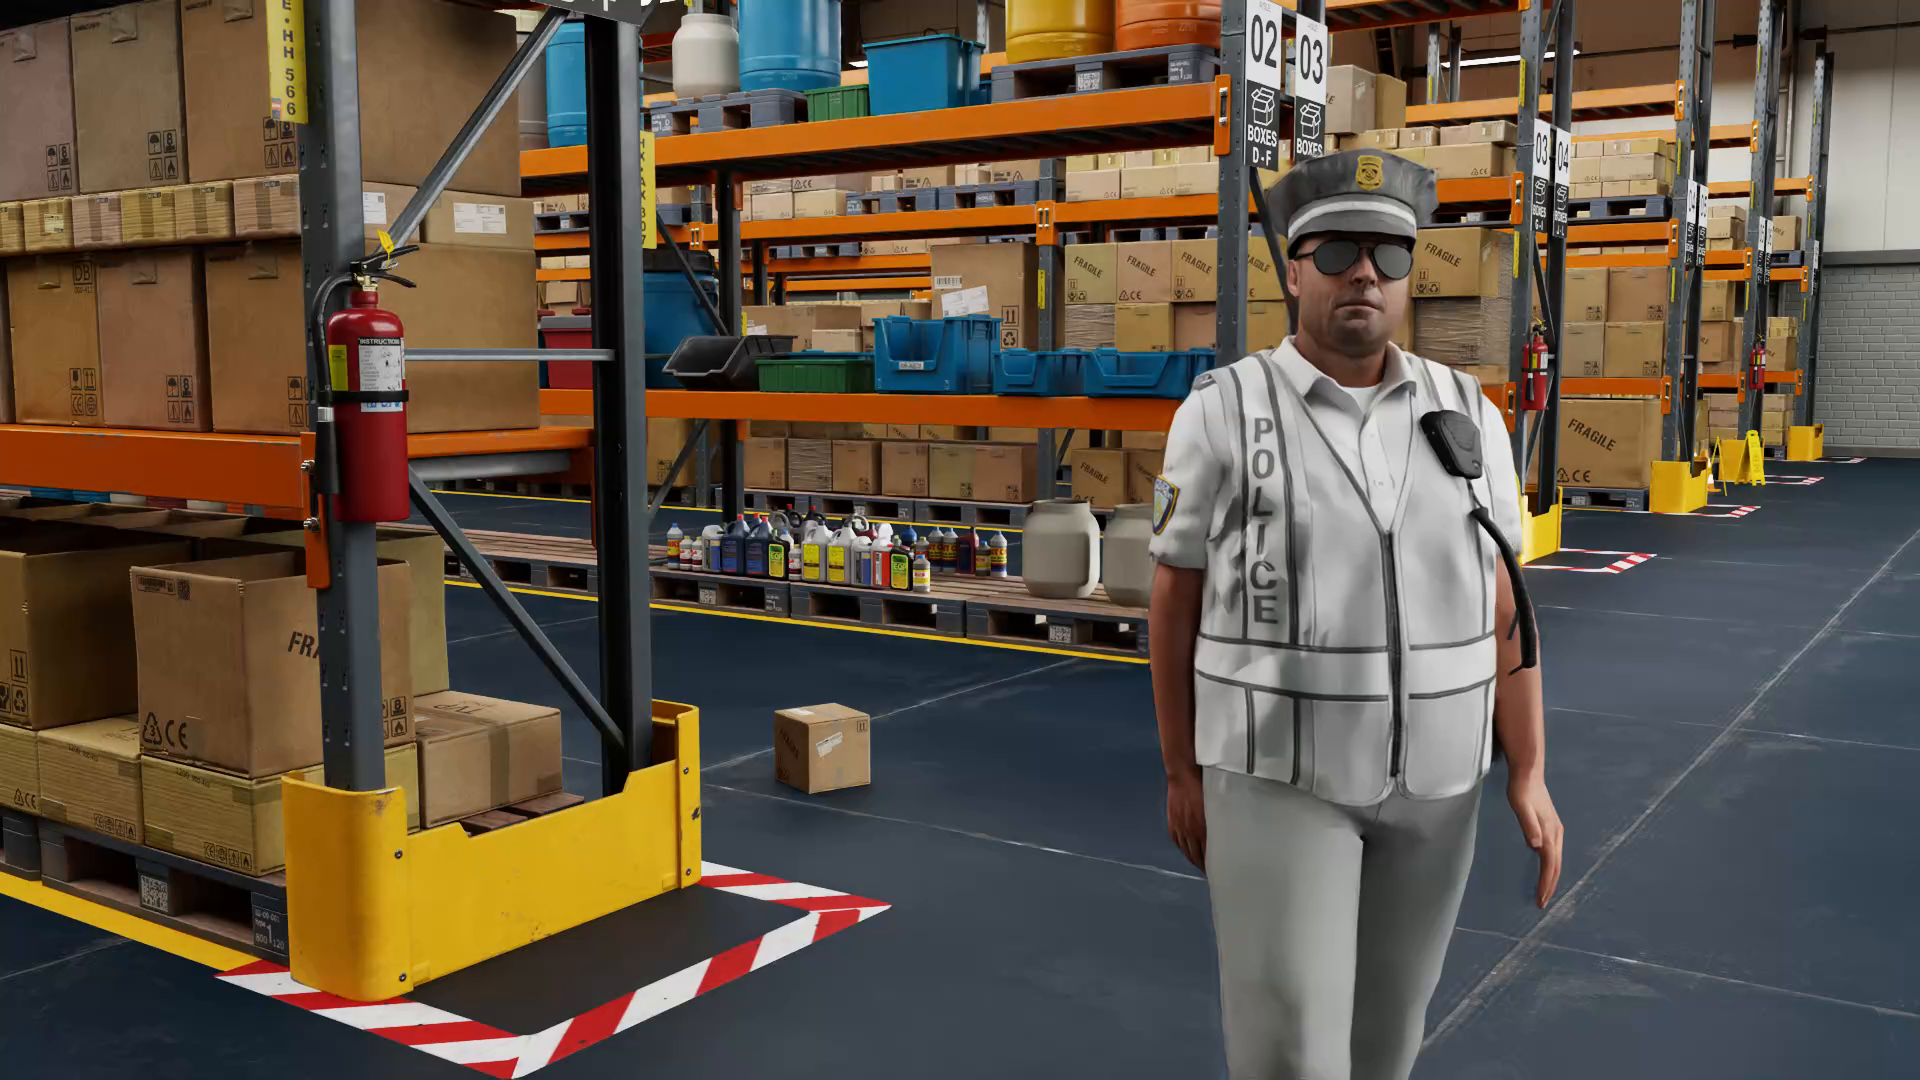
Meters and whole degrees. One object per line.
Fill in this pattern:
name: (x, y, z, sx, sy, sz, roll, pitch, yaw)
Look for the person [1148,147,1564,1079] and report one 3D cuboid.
person: (0.571, 0.385, 2.375, 0.533, 1.852, 0.614, -1, 6, -10)
